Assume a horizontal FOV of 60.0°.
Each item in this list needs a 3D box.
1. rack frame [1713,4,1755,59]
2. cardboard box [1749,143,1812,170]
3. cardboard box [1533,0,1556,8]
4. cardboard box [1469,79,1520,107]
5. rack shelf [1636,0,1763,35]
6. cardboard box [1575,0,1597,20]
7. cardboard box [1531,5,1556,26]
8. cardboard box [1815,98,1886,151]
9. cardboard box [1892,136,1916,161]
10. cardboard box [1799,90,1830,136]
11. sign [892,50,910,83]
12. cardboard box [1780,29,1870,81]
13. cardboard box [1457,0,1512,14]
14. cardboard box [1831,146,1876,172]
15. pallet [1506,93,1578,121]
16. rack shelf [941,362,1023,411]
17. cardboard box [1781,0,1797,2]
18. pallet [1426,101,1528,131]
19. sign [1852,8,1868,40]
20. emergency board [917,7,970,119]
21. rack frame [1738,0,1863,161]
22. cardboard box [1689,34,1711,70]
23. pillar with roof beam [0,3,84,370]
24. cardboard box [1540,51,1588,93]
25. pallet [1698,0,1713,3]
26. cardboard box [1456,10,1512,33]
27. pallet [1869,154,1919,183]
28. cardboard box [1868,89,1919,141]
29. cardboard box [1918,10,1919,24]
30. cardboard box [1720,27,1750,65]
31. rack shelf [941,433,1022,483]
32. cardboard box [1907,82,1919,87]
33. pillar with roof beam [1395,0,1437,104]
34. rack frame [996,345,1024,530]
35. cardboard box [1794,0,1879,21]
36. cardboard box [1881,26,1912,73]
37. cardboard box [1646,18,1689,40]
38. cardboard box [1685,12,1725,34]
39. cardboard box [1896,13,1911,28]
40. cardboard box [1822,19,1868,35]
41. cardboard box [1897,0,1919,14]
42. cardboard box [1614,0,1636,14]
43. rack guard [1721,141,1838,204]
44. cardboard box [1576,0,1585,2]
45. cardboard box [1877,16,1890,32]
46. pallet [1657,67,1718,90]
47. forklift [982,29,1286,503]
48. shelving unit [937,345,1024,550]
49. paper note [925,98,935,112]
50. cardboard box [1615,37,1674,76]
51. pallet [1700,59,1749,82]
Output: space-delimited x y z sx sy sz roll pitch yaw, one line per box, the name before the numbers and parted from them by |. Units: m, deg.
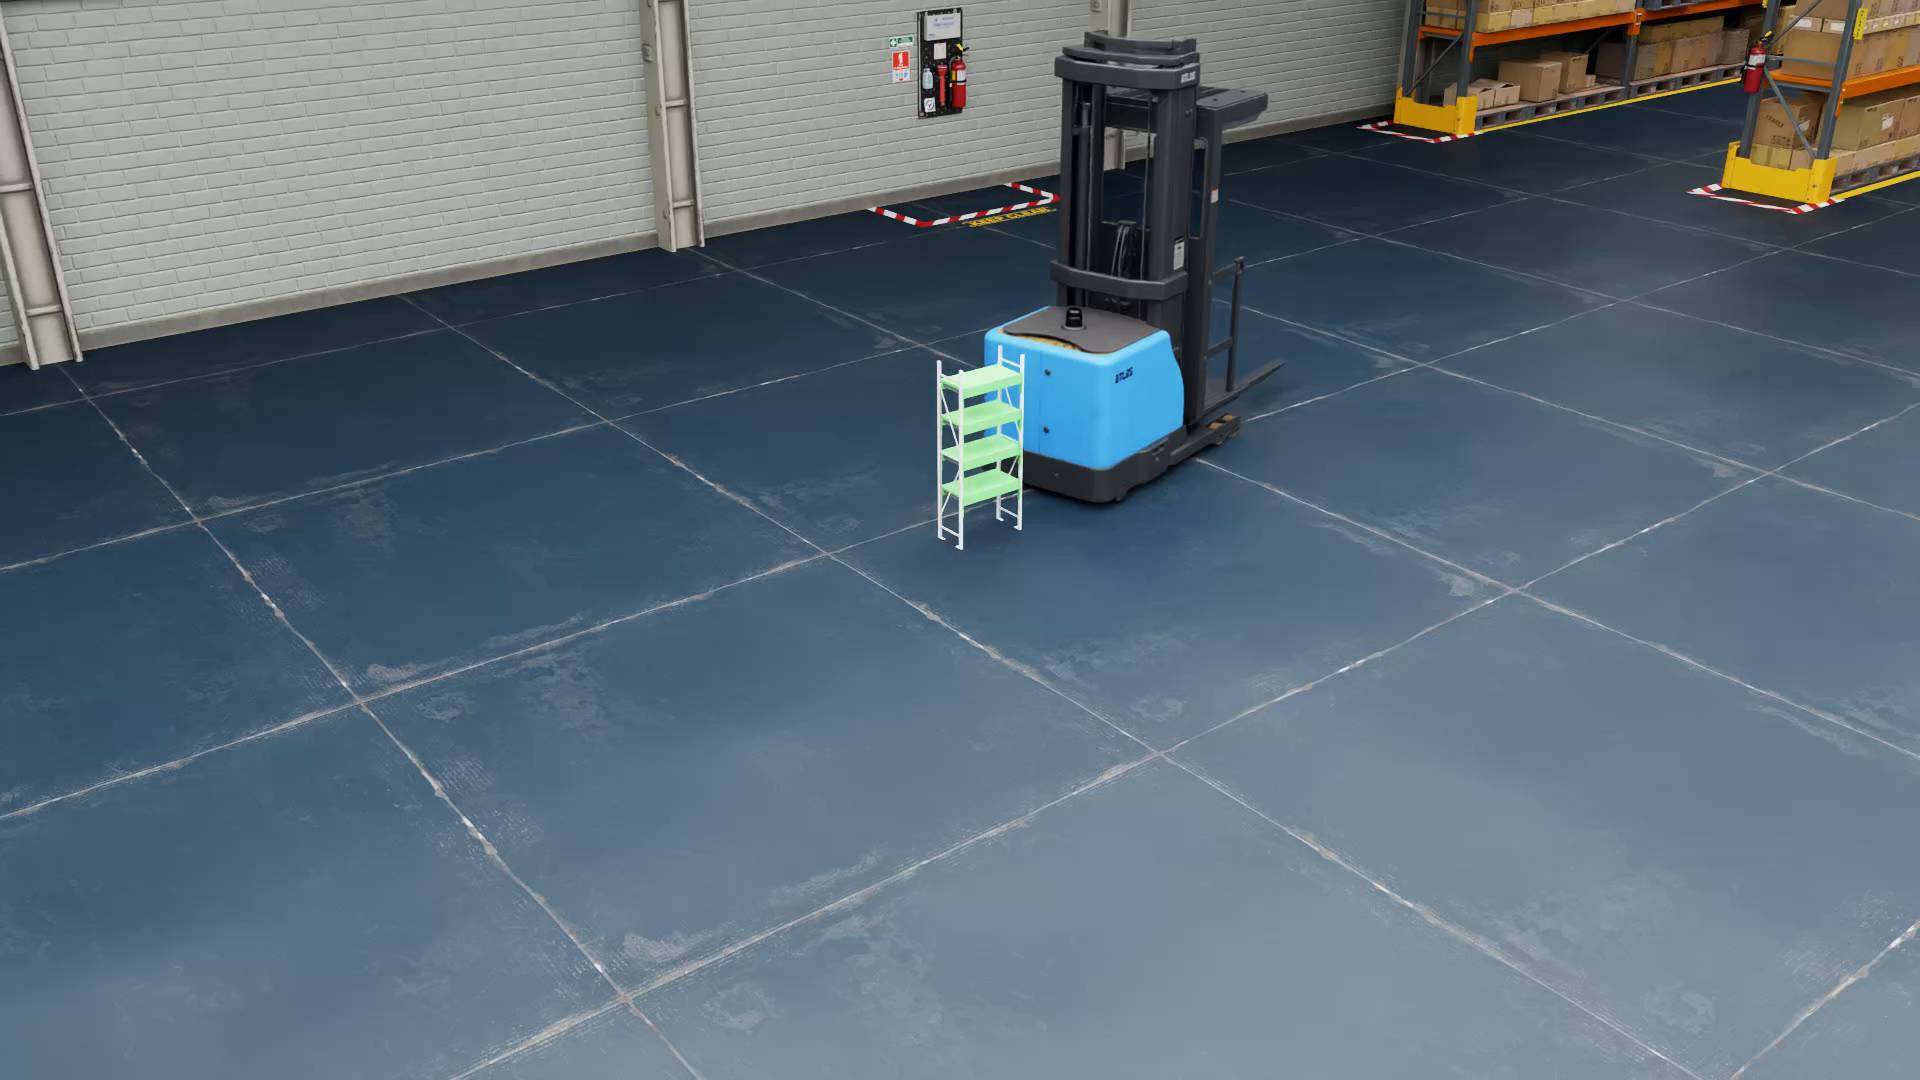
rack frame | 12.810 -9.158 26.920 0.127 3.000 1.000 -18 31 -34
cardboard box | 9.814 -4.620 19.910 0.500 0.250 0.500 -18 31 -34
cardboard box | 7.881 -7.643 22.918 0.500 0.500 0.500 -19 31 -36
cardboard box | 7.563 -6.358 23.557 0.500 0.311 0.500 -15 29 -30
rack shelf | 11.236 -8.312 25.952 4.000 0.370 1.077 -18 31 -34
cardboard box | 8.693 -7.574 23.661 0.500 0.250 0.500 -18 31 -34
cardboard box | 7.899 -7.312 23.097 0.500 0.250 0.500 -19 31 -35
cardboard box | 10.526 -4.919 19.663 0.500 0.500 0.500 -18 31 -34
cardboard box | 11.315 -4.838 20.378 0.500 0.250 0.500 -18 31 -34
cardboard box | 10.590 -5.226 20.323 0.500 0.500 0.500 -18 31 -34
sign | -0.657 -5.267 18.493 0.234 0.329 0.001 -18 31 -34
cardboard box | 9.949 -5.602 19.139 0.500 0.500 0.700 -18 31 -34
cardboard box | 7.076 -7.386 22.364 0.500 0.500 0.500 -18 31 -34
cardboard box | 10.525 -4.580 19.822 0.500 0.250 0.500 -18 31 -34
pallet | 8.195 -6.349 24.180 1.213 0.211 1.003 -18 31 -34
rack shelf | 0.130 -0.965 10.415 0.480 0.148 0.258 -18 31 -34
cardboard box | 14.163 -8.746 28.087 0.750 0.750 0.750 -18 31 -34
pallet | 7.235 -6.034 23.501 1.213 0.211 1.003 -18 31 -34
sign | 9.912 -5.683 18.310 0.005 0.325 0.100 -18 31 -34
emergency board | -0.158 -5.360 18.737 0.643 1.169 0.194 -18 31 -34
rack frame | 9.574 -5.440 18.908 0.127 3.000 1.000 -18 31 -34
cardboard box | 11.425 -7.786 26.409 0.500 0.500 0.700 -18 31 -34
pillar with roof beam | -4.977 -4.168 9.040 0.400 9.000 9.100 -18 31 -34
cardboard box | 8.870 -6.902 24.505 0.500 0.500 0.500 -21 32 -38
pallet | 11.277 -8.543 25.823 1.213 0.211 1.003 -18 31 -34
cardboard box | 7.094 -7.043 22.516 0.500 0.250 0.500 -19 31 -35
pallet | 11.109 -4.703 20.632 1.213 0.211 1.003 -18 31 -34
cardboard box | 11.315 -5.178 20.220 0.500 0.500 0.500 -18 31 -34
cardboard box | 11.226 -6.209 19.676 0.250 0.149 0.380 -18 30 -34
cardboard box | 12.275 -8.019 26.913 0.500 0.500 0.700 -18 30 -33
rack shelf | 0.130 -0.529 10.617 0.480 0.148 0.258 -18 31 -34
cardboard box | 12.091 -5.443 20.792 0.500 0.500 0.500 -18 31 -34
pillar with roof beam | 9.188 -8.843 19.115 0.400 9.000 9.100 -18 31 -34
rack frame | 0.322 -0.651 10.727 0.015 1.200 0.240 -18 31 -34
cardboard box | 9.991 -6.204 18.896 0.500 0.500 0.700 -18 30 -34
cardboard box | 10.754 -5.867 19.710 0.500 0.500 0.700 -18 30 -34
cardboard box | 10.983 -7.973 25.923 0.500 0.250 0.500 -19 31 -35
cardboard box | 11.788 -8.232 26.481 0.500 0.250 0.500 -18 30 -33
cardboard box | 10.827 -6.079 19.395 0.250 0.149 0.380 -19 31 -36
cardboard box | 10.016 -5.810 18.816 0.250 0.149 0.380 -19 31 -34
cardboard box | 10.798 -6.474 19.477 0.500 0.500 0.700 -18 30 -34
cardboard box | 9.476 -7.837 24.227 0.500 0.250 0.500 -18 30 -34
rack guard | 9.555 -4.300 19.421 0.348 0.500 1.175 -18 31 -34
cardboard box | 8.689 -7.916 23.507 0.500 0.500 0.500 -19 31 -35
cardboard box | 10.419 -5.944 19.105 0.250 0.149 0.380 -18 30 -34
pallet | 11.235 -7.375 26.391 1.213 0.211 1.003 -18 31 -34
forklift | 1.436 -2.138 11.874 1.130 2.935 3.031 17 30 33
shelving unit | 0.130 -0.587 10.590 0.503 1.200 0.258 -18 31 -34
paper note | -0.340 -4.938 18.872 0.142 0.148 0.016 -18 31 -34
cardboard box | 10.607 -7.532 25.863 0.500 0.500 0.700 -19 31 -35
pallet | 12.194 -7.691 27.070 1.213 0.211 1.003 -18 31 -34
